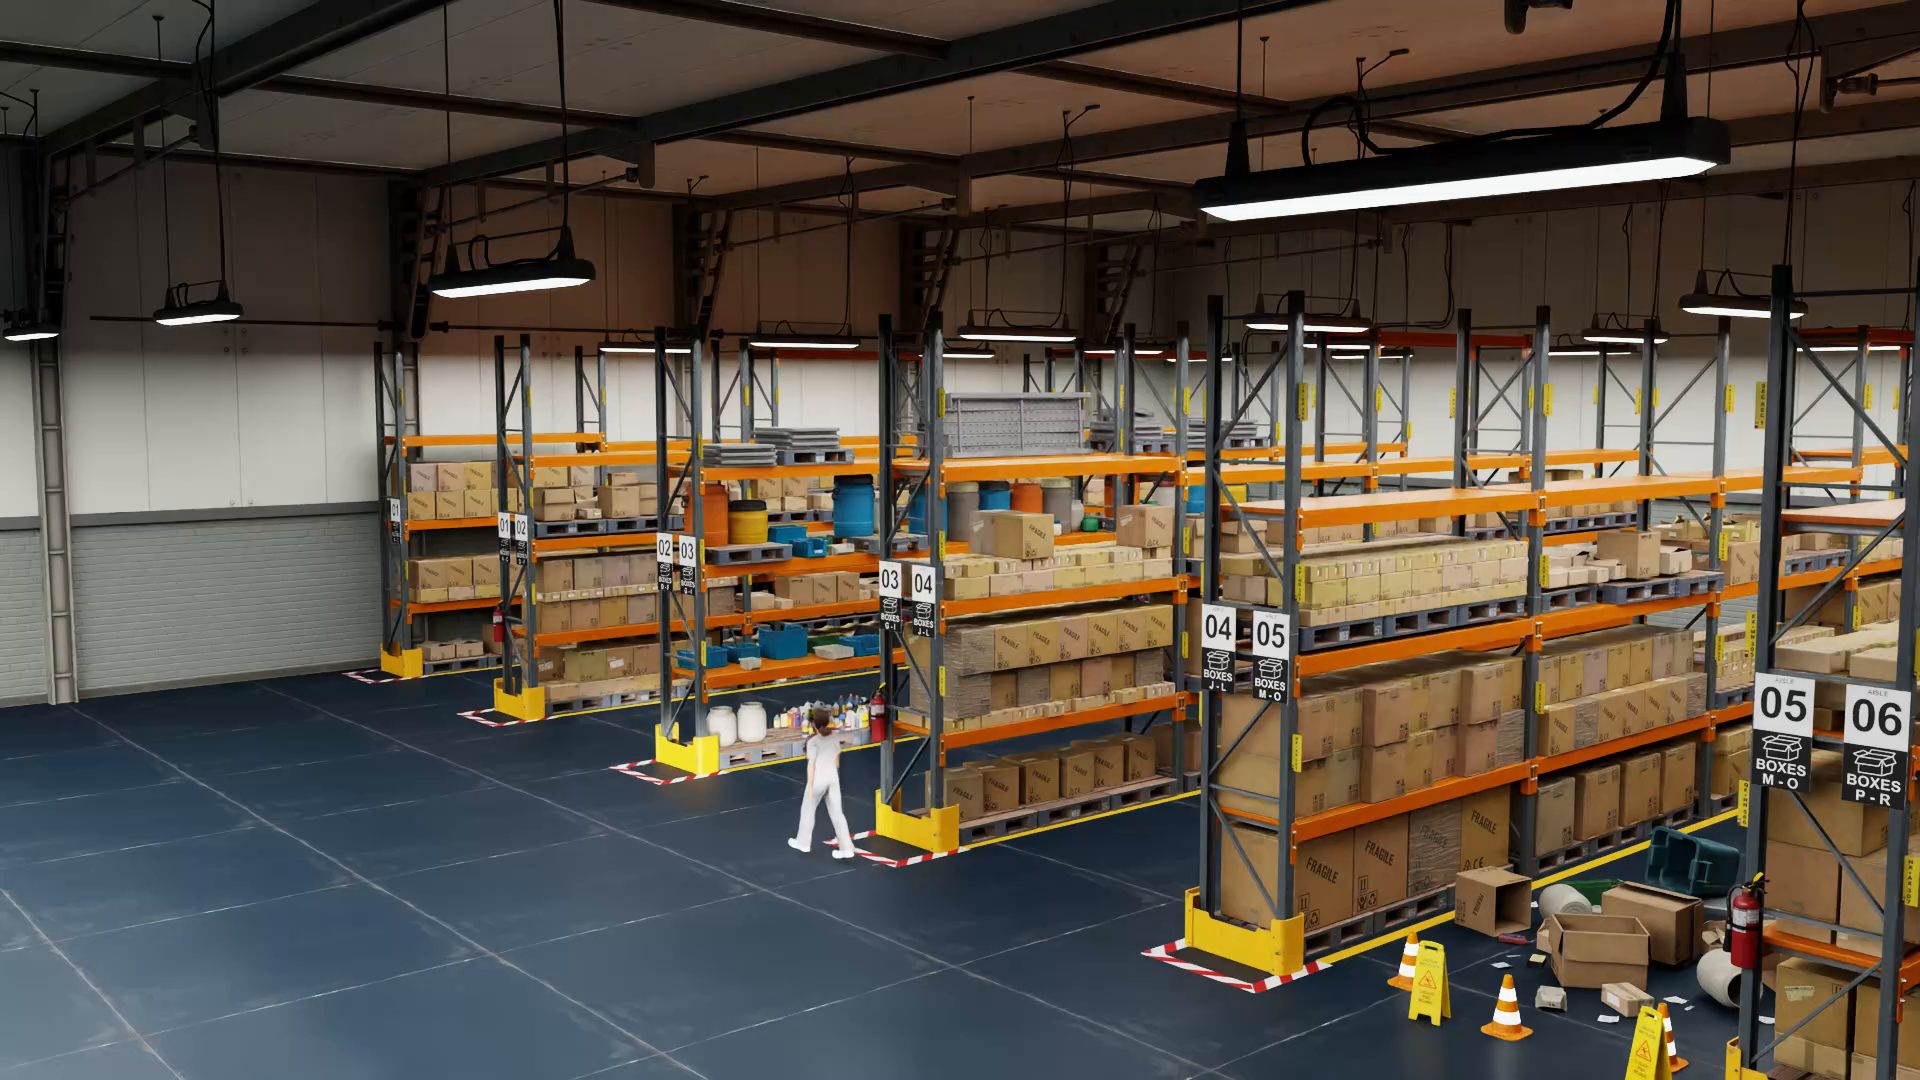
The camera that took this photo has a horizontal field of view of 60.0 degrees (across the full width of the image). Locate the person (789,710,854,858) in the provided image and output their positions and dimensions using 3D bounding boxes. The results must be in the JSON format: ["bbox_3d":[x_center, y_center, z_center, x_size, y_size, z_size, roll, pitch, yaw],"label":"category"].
[{"bbox_3d":[-1.515,2.677,18.336,0.473,1.628,0.997,-4,6,-36],"label":"person"}]
